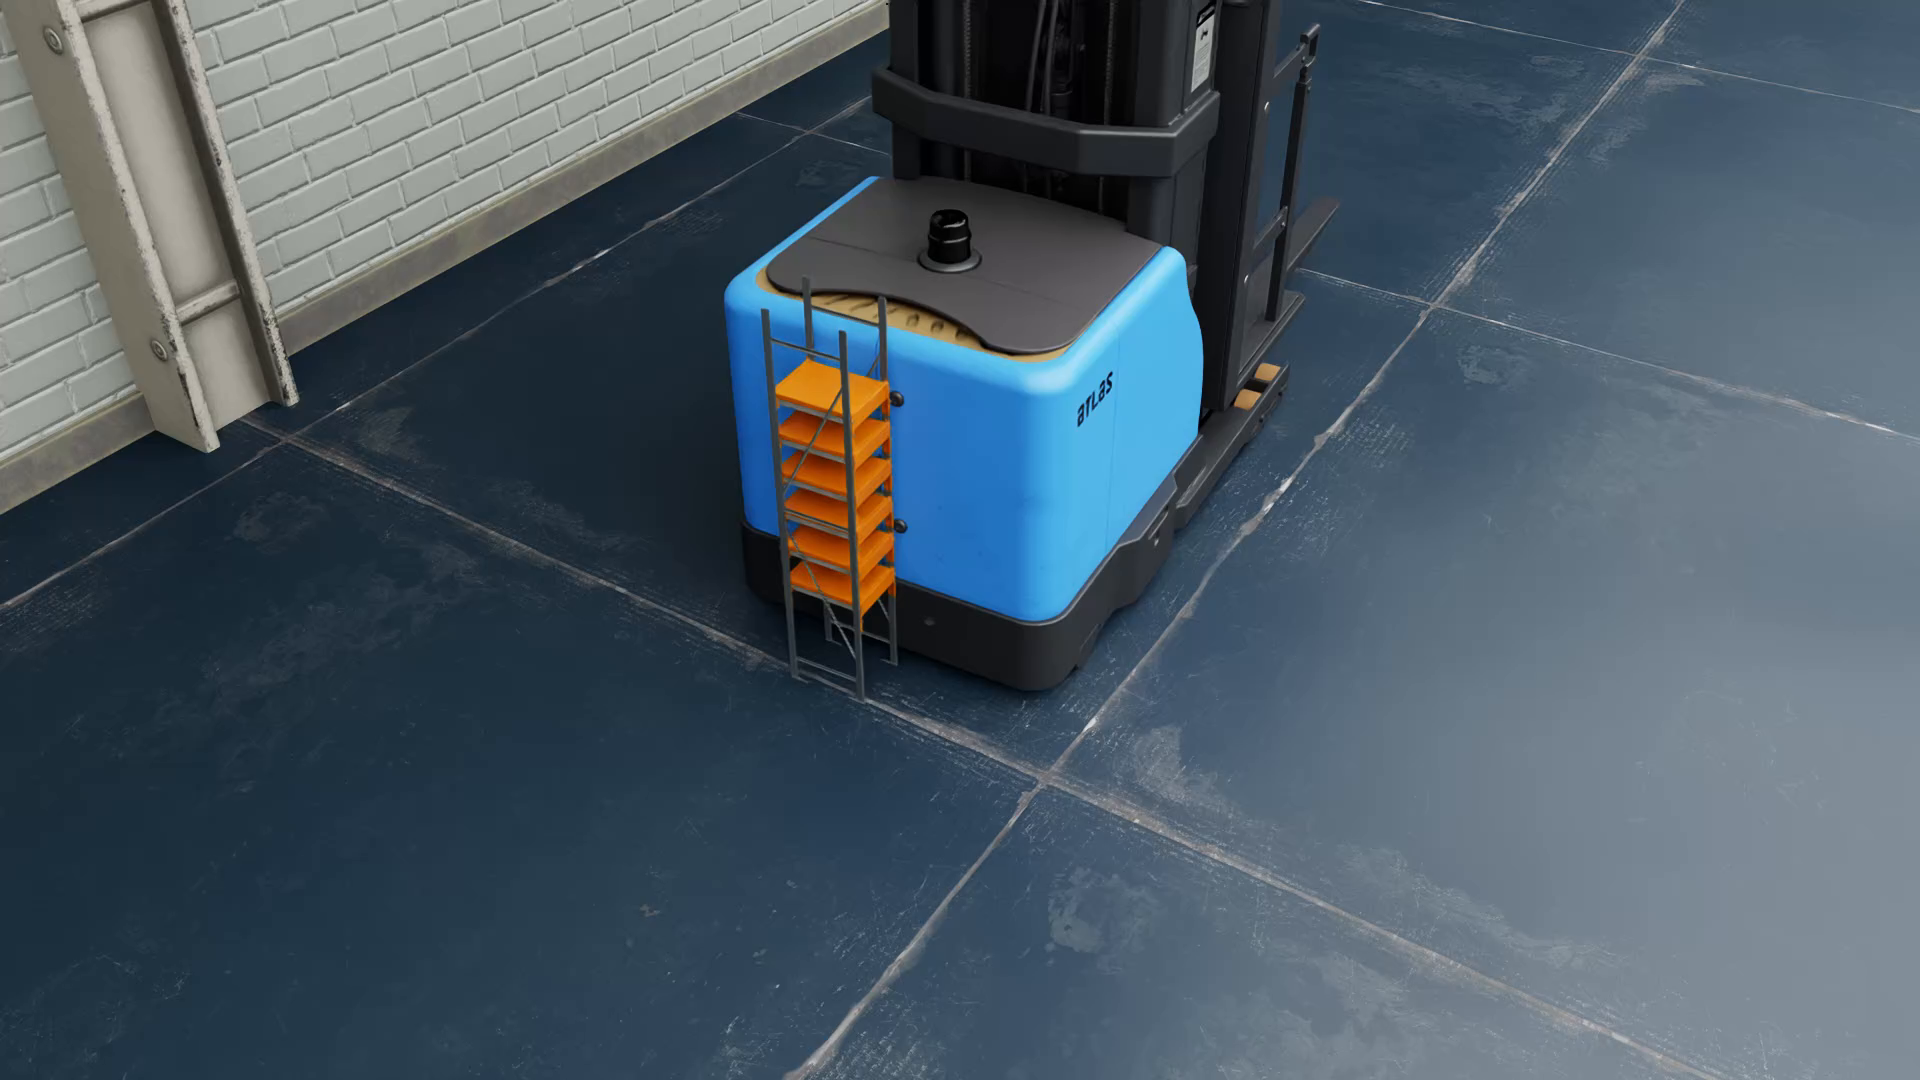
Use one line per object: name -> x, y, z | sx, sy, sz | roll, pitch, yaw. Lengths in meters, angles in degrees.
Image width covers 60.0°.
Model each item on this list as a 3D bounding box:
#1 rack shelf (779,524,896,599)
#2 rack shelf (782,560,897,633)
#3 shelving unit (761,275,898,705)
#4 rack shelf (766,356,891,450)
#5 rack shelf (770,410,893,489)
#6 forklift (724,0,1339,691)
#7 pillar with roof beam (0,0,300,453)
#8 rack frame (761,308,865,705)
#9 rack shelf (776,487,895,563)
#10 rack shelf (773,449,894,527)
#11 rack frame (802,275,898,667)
rack shelf -> -0.330, 0.032, 4.495 | 0.258, 0.103, 0.180 | 18, 41, 22
rack shelf -> -0.330, 0.127, 4.569 | 0.258, 0.103, 0.180 | 18, 41, 22
shelving unit -> -0.330, -0.099, 4.395 | 0.258, 1.200, 0.189 | 18, 41, 22
rack shelf -> -0.330, -0.348, 4.202 | 0.258, 0.103, 0.180 | 18, 41, 22
rack shelf -> -0.330, -0.253, 4.276 | 0.258, 0.103, 0.180 | 18, 41, 22
forklift -> 0.501, -1.629, 4.963 | 1.130, 2.935, 3.031 | 18, 41, 22
pillar with roof beam -> 1.062, -2.601, 1.254 | 9.100, 9.000, 0.400 | 21, 42, 25
rack frame -> -0.373, -0.049, 4.331 | 0.240, 1.200, 0.006 | 18, 41, 22
rack shelf -> -0.330, -0.063, 4.422 | 0.258, 0.103, 0.180 | 18, 41, 22
rack shelf -> -0.330, -0.158, 4.349 | 0.258, 0.103, 0.180 | 18, 41, 22
rack frame -> -0.287, -0.148, 4.459 | 0.240, 1.200, 0.006 | 18, 41, 22
